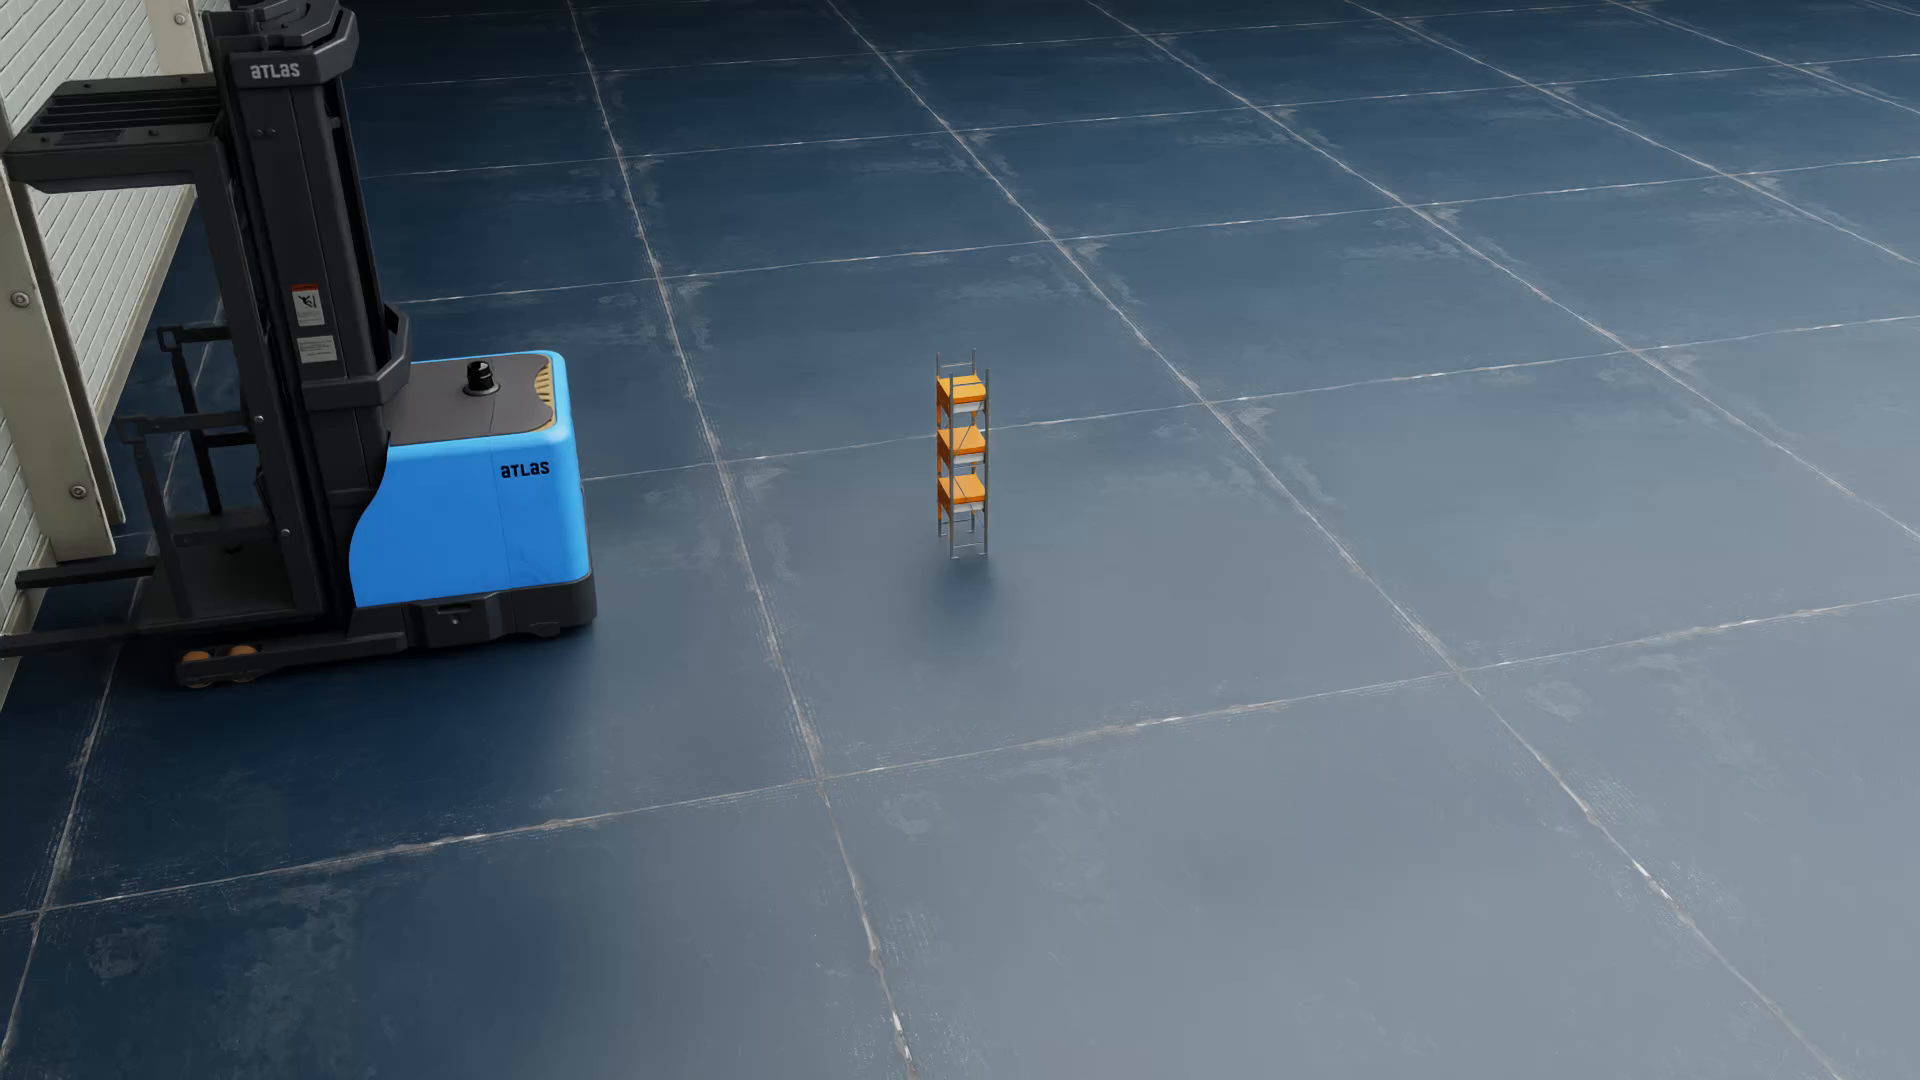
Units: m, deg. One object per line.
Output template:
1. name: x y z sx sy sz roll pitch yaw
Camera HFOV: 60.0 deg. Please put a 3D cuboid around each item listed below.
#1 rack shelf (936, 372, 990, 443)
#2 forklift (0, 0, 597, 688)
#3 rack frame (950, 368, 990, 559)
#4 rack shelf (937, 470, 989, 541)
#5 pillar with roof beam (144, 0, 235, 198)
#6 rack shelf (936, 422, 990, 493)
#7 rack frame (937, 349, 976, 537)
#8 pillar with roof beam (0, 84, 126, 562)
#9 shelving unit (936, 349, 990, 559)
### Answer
1. rack shelf: 0.014 -0.665 8.305 0.215 0.259 0.240 -8 31 -13
2. forklift: -3.318 -0.885 7.354 3.031 2.935 1.130 -7 31 -12
3. rack frame: 0.047 -0.370 8.341 0.200 1.050 0.008 -8 31 -13
4. rack shelf: 0.014 -0.179 8.587 0.215 0.259 0.240 -8 31 -13
5. pillar with roof beam: -2.027 -7.365 12.491 9.100 9.000 0.400 -8 31 -13
6. rack shelf: 0.014 -0.419 8.448 0.215 0.259 0.240 -8 31 -13
7. rack frame: -0.018 -0.487 8.544 0.200 1.050 0.008 -8 31 -13
8. pillar with roof beam: -0.435 -4.467 7.484 9.100 9.000 0.400 -8 31 -13
9. shelving unit: 0.014 -0.429 8.442 0.215 1.050 0.252 -8 31 -13
